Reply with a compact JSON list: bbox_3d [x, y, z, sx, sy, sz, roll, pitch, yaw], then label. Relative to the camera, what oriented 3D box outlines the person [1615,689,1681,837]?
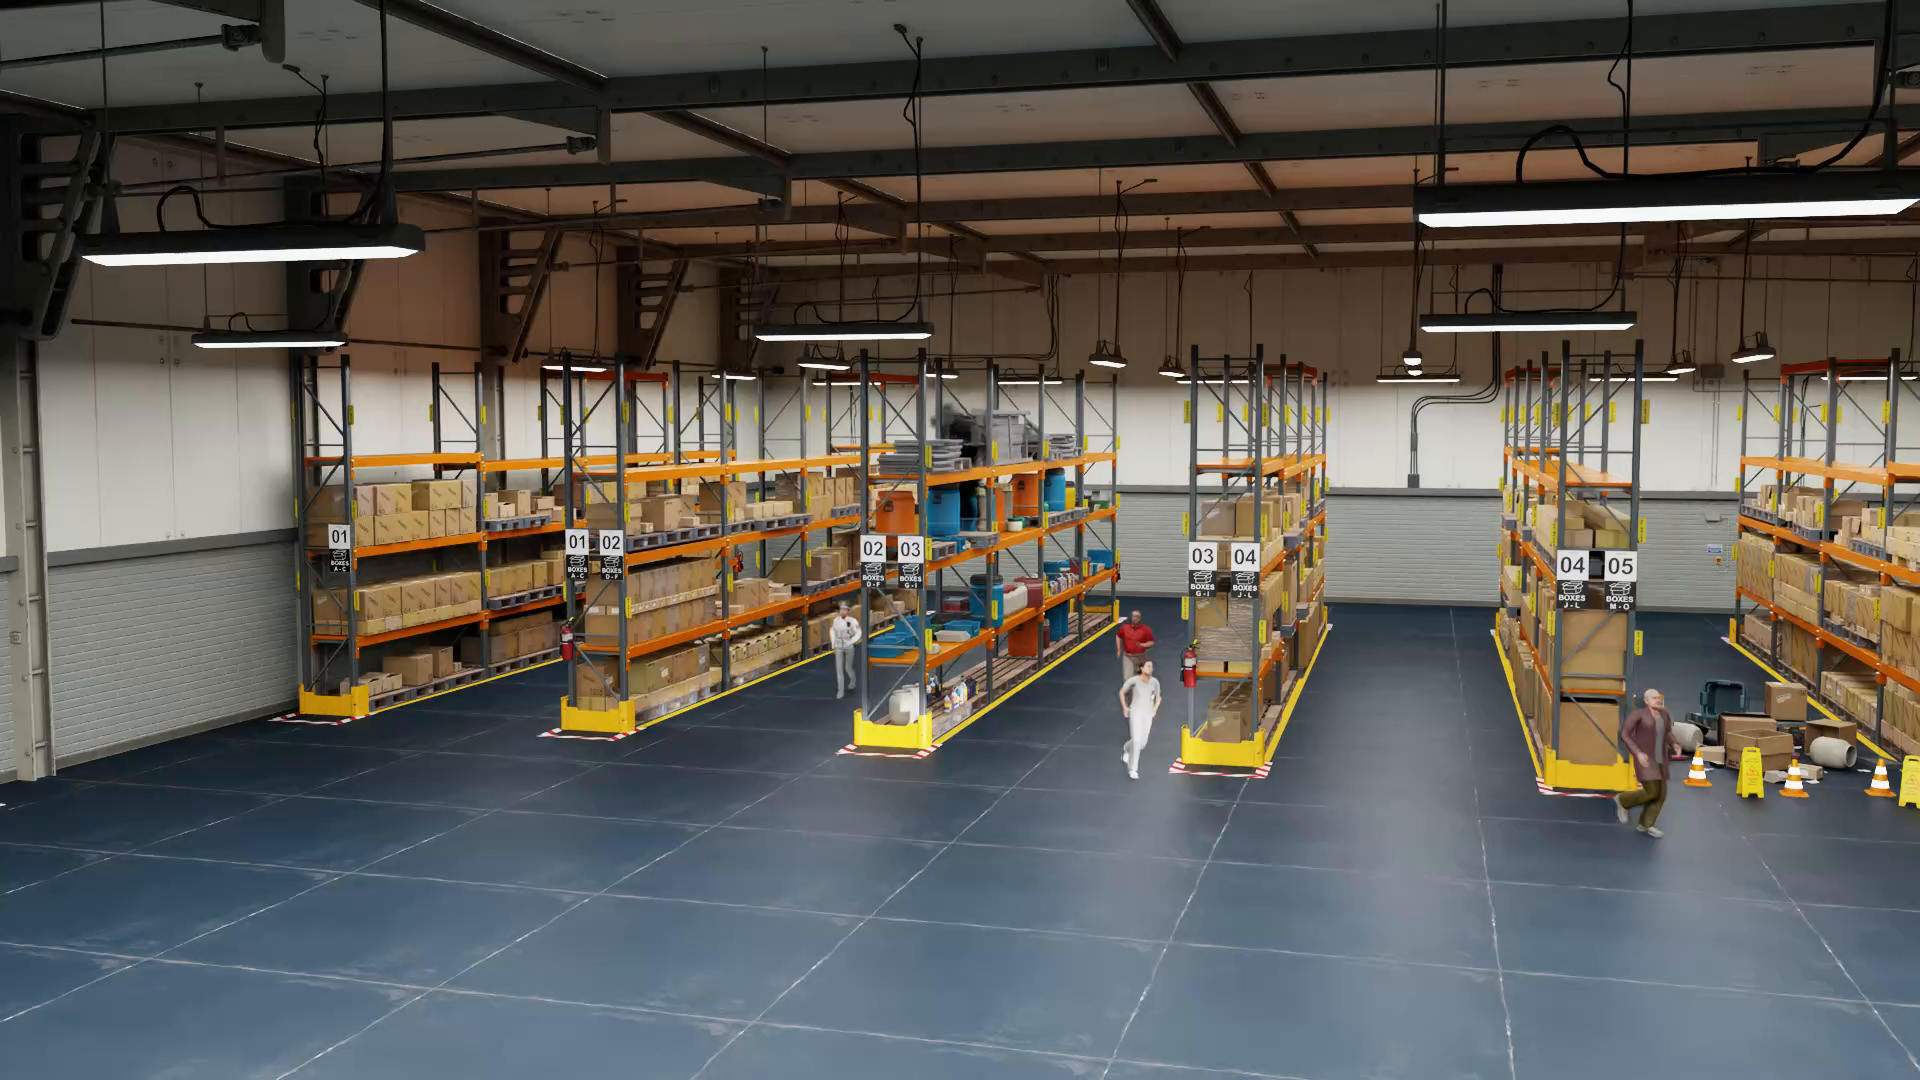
[{"bbox_3d":[8.259,2.646,19.925,0.698,1.750,0.685,-2,5,-21],"label":"person"}]

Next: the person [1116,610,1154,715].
[{"bbox_3d":[2.929,2.068,27.835,0.631,1.798,0.754,0,4,5],"label":"person"}]

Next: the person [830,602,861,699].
[{"bbox_3d":[-2.055,1.926,29.716,0.625,1.673,0.799,1,4,12],"label":"person"}]

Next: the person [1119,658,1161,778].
[{"bbox_3d":[2.526,2.462,23.291,0.604,1.638,0.728,-1,4,-15],"label":"person"}]
